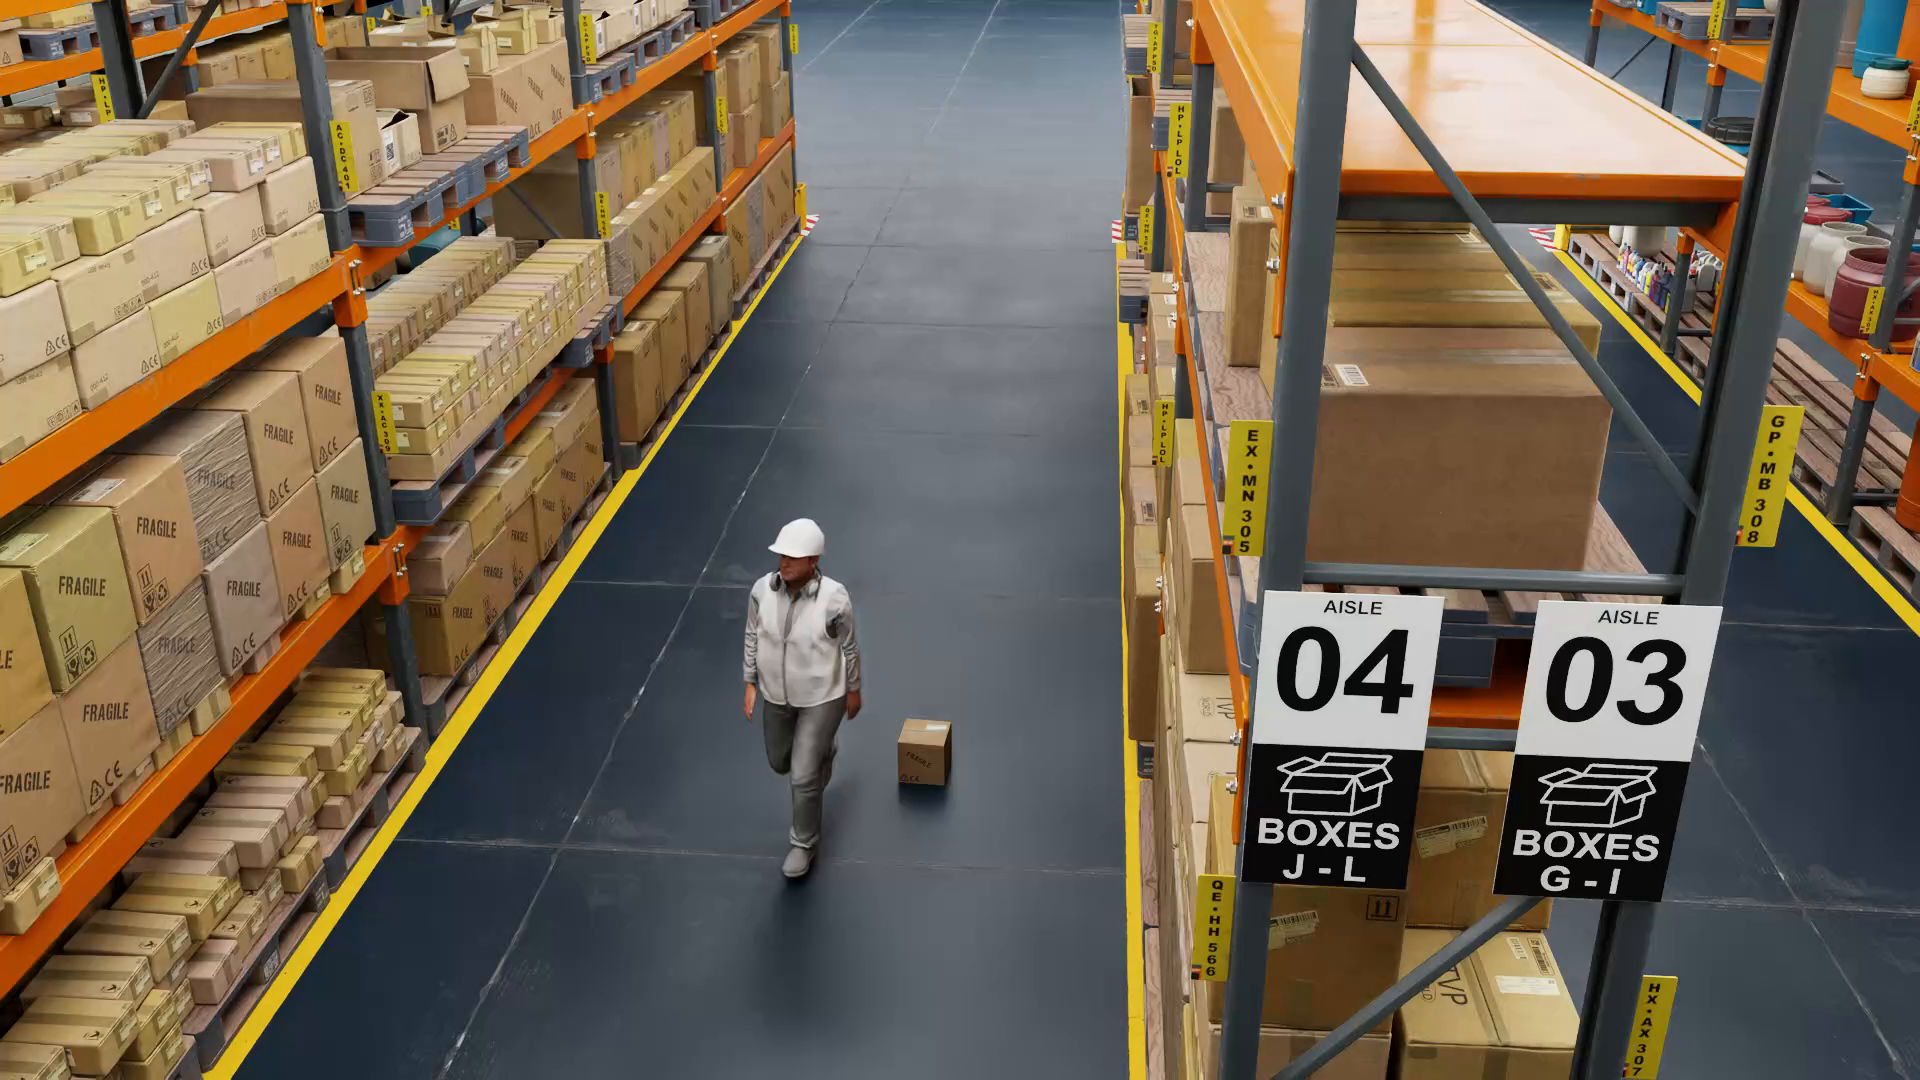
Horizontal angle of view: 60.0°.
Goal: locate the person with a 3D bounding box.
[{"bbox_3d":[-0.750,0.688,8.043,0.552,1.741,0.866,9,26,20],"label":"person"}]
